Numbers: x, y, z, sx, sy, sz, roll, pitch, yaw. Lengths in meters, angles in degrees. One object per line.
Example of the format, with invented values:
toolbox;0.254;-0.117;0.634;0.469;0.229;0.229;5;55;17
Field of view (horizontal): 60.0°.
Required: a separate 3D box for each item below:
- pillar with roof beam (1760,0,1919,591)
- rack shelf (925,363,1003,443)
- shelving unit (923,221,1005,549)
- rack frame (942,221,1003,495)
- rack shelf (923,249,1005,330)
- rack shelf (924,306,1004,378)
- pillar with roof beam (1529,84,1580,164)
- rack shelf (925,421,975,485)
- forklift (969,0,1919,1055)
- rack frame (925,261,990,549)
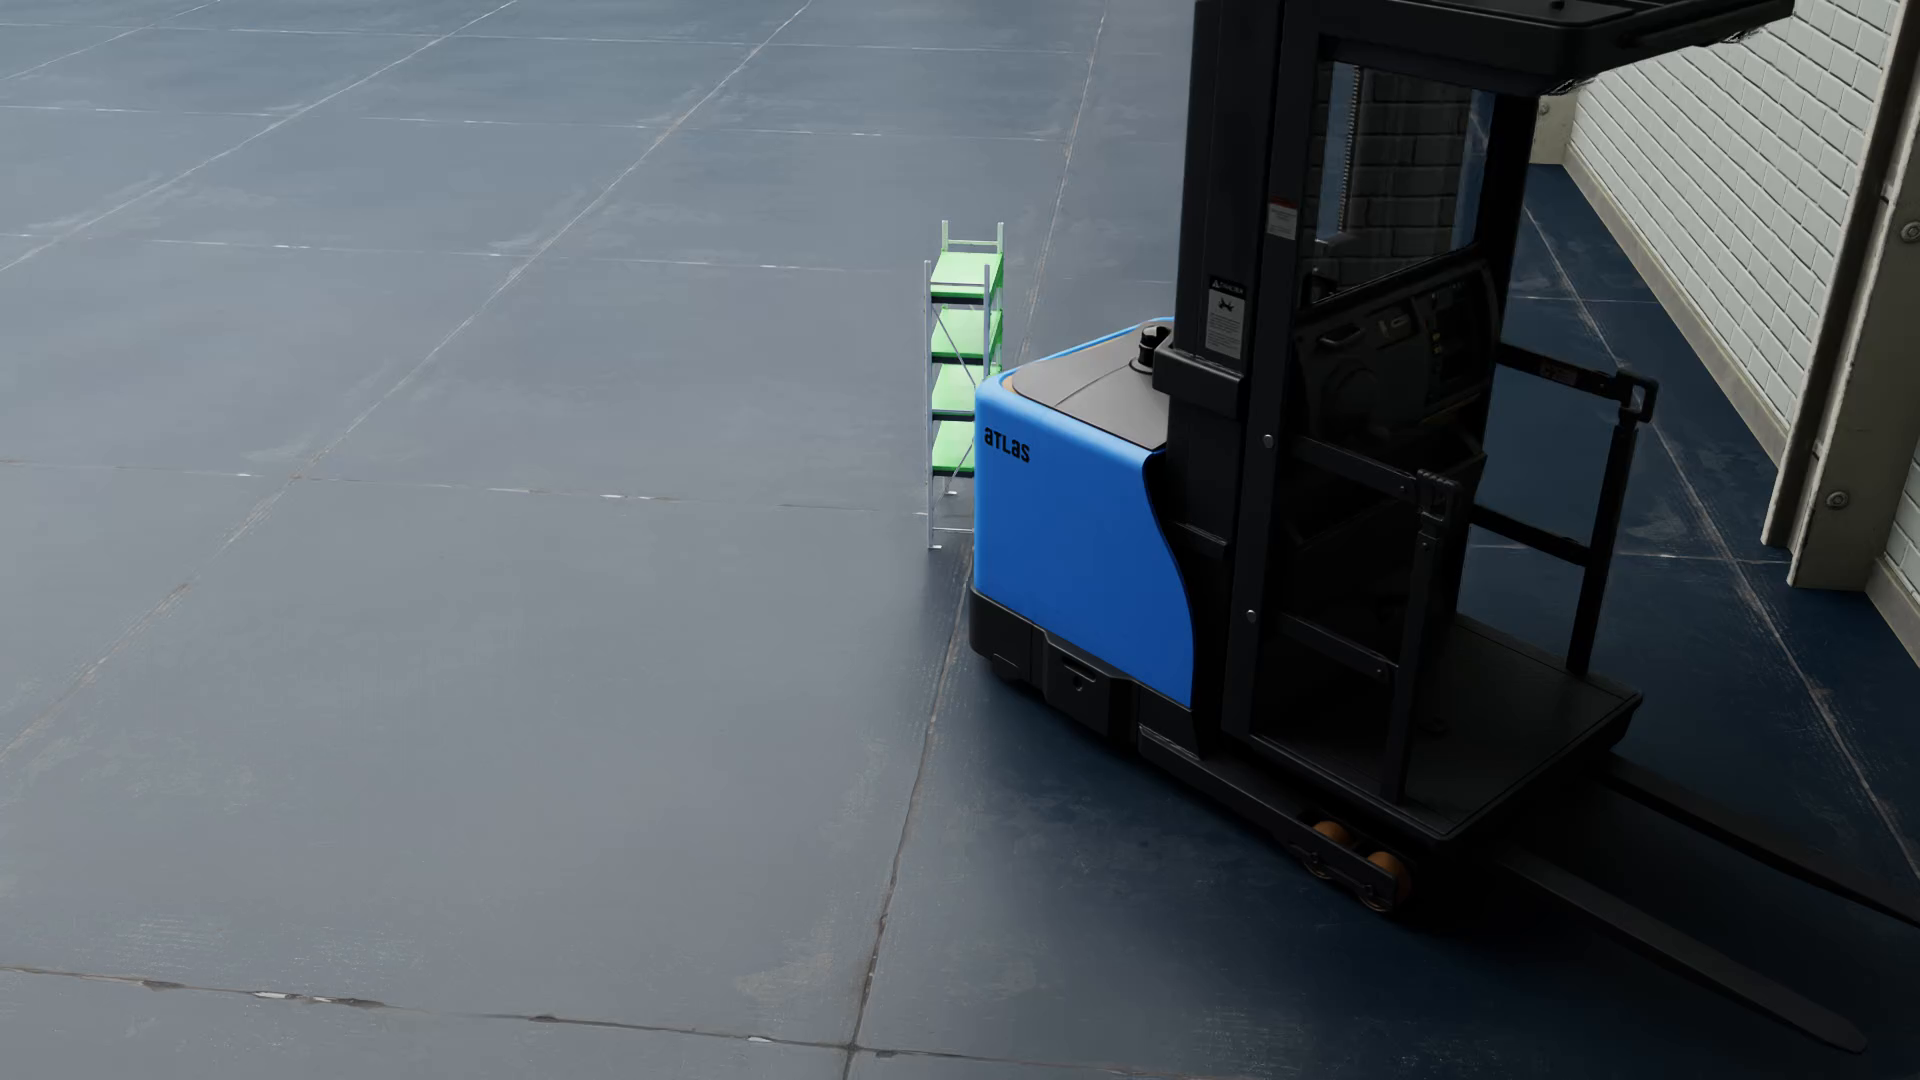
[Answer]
pillar with roof beam;-0.891;-4.115;4.901;9.100;9.000;0.400;3;28;6
rack shelf;0.020;-0.550;6.640;0.258;0.148;0.480;3;28;6
shelving unit;0.020;-0.606;6.610;0.258;1.200;0.503;3;28;6
rack frame;0.050;-0.721;6.823;0.240;1.200;0.015;3;28;6
rack shelf;0.020;-0.972;6.413;0.258;0.148;0.480;3;28;6
rack shelf;0.020;-0.761;6.527;0.258;0.148;0.480;3;28;6
pillar with roof beam;-0.156;-6.940;10.143;9.100;9.000;0.400;3;28;6
rack shelf;0.020;-0.339;6.754;0.258;0.148;0.480;3;28;6
forklift;1.393;-0.499;4.587;1.130;2.935;3.031;-23;36;-36
rack frame;-0.010;-0.491;6.397;0.240;1.200;0.015;3;28;6
